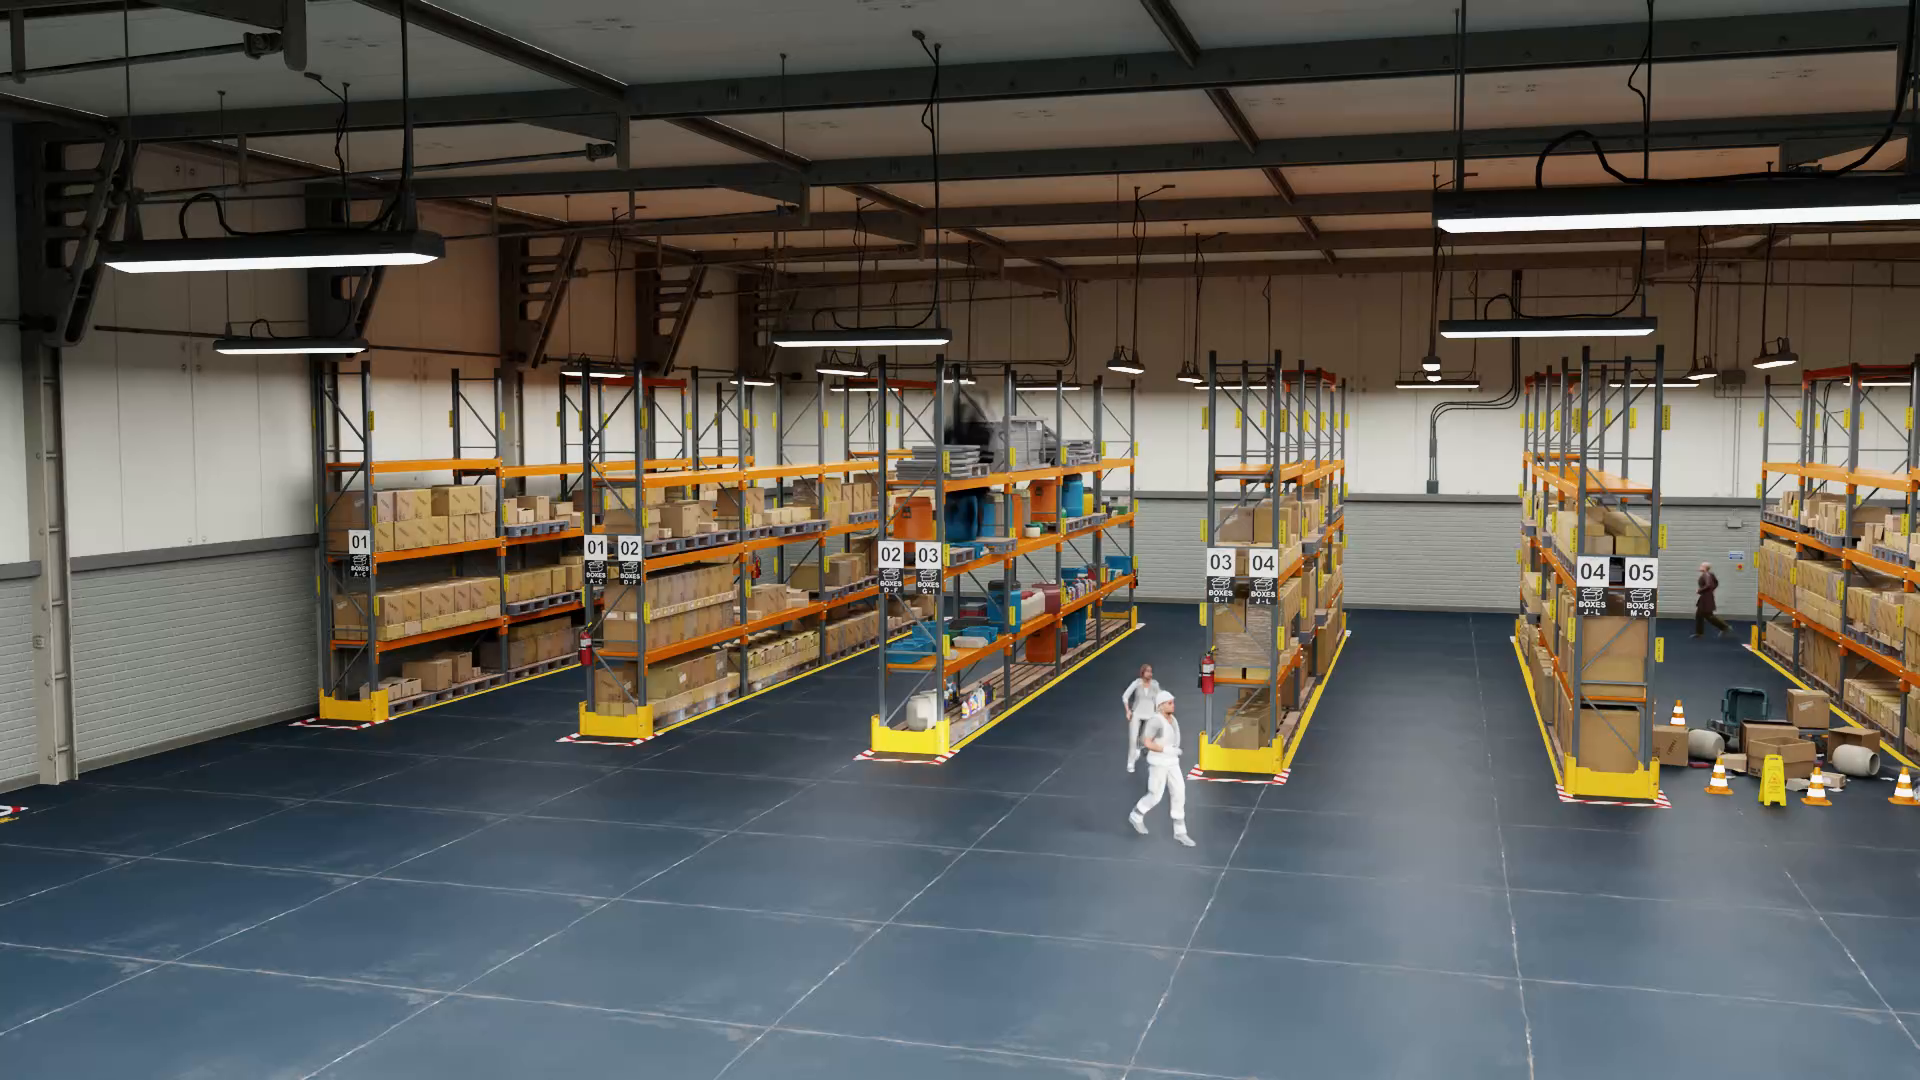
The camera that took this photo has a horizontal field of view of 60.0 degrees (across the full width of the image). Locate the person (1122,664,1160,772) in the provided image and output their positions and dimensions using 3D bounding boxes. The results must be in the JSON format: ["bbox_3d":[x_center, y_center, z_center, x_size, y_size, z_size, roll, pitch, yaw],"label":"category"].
[{"bbox_3d":[2.610,2.552,23.891,0.565,1.529,0.503,0,4,1],"label":"person"}]

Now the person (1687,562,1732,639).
[{"bbox_3d":[17.121,1.404,37.931,0.930,1.803,0.716,2,5,26],"label":"person"}]

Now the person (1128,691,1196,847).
[{"bbox_3d":[2.393,2.690,19.768,0.648,1.803,0.919,-4,6,-44],"label":"person"}]
